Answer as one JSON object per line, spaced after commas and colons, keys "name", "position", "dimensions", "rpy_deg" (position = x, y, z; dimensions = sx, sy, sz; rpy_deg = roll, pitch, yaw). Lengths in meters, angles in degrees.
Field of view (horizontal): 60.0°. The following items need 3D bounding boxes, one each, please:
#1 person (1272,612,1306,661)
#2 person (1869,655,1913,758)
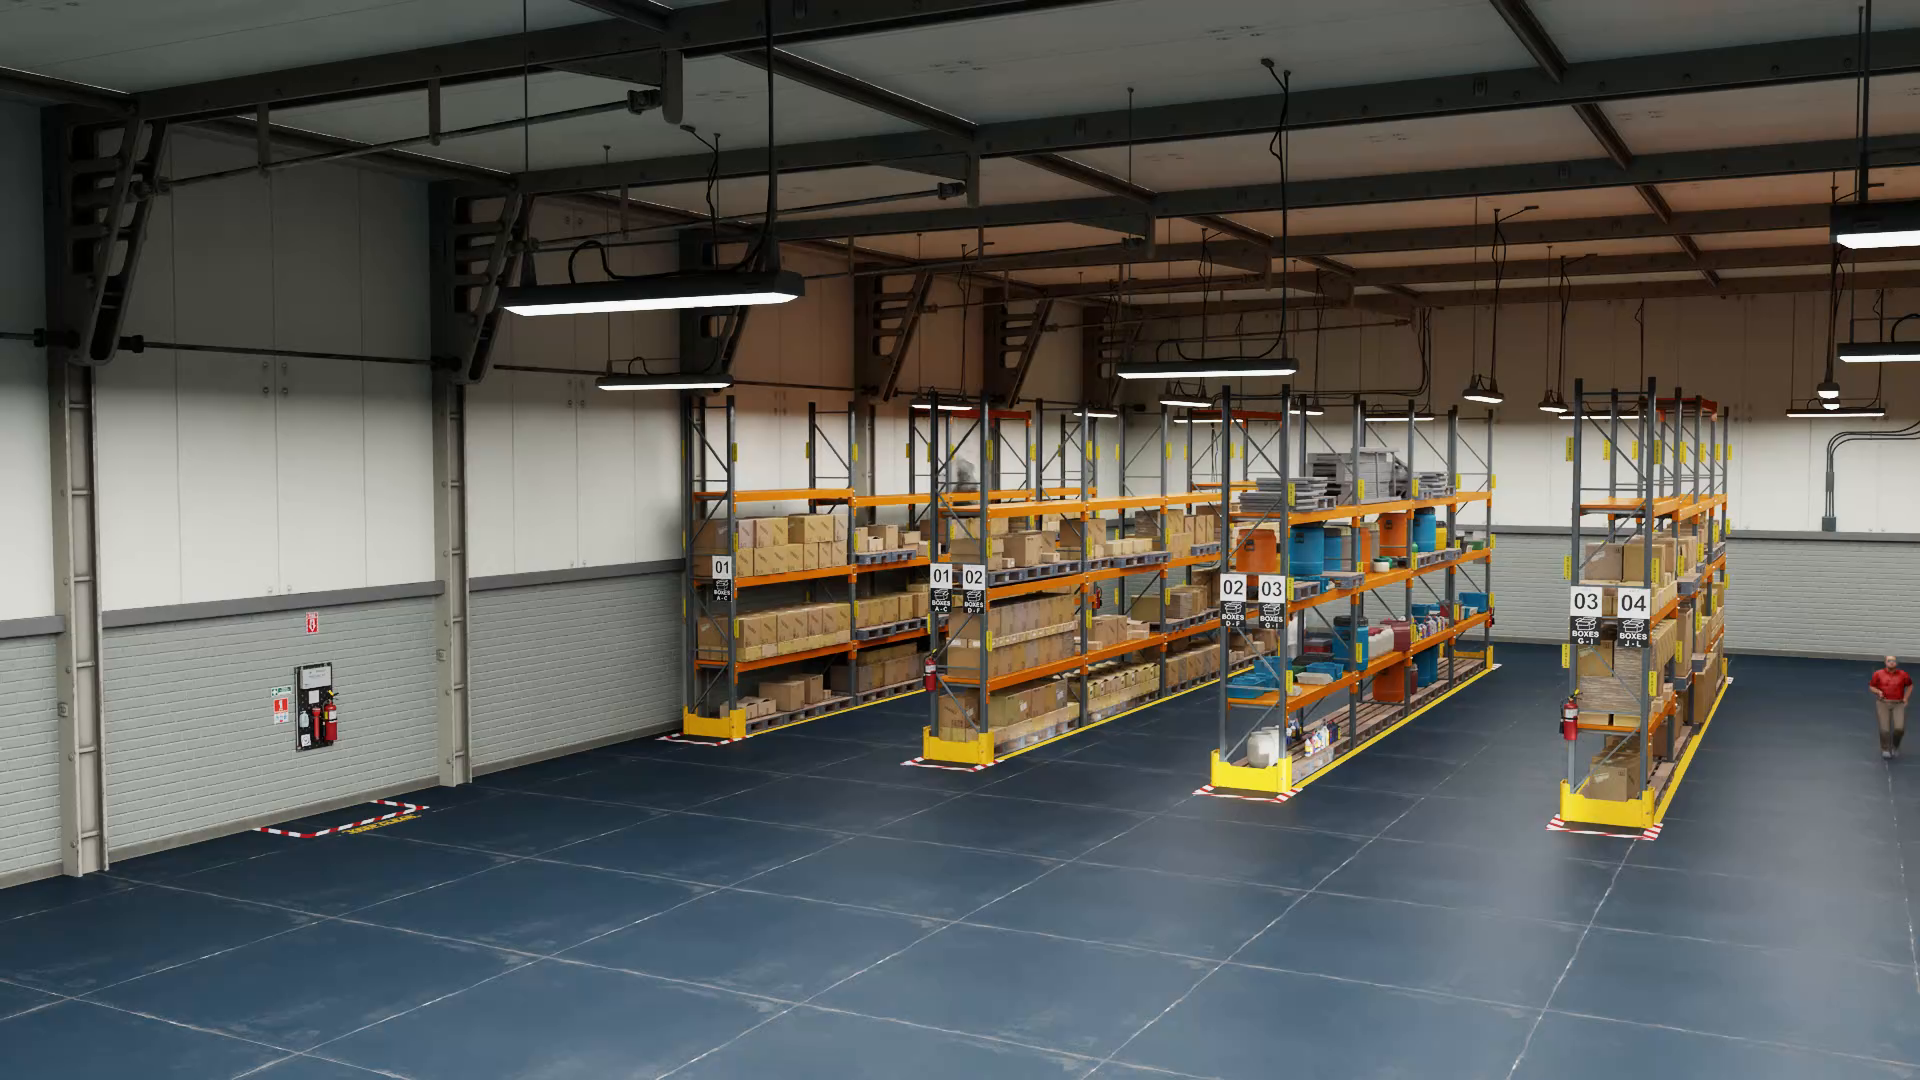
{"name": "person", "position": [7.059, 2.249, 35.805], "dimensions": [0.705, 1.723, 0.564], "rpy_deg": [1, 3, 20]}
{"name": "person", "position": [15.180, 2.726, 27.103], "dimensions": [0.649, 1.696, 0.609], "rpy_deg": [1, 3, 25]}
